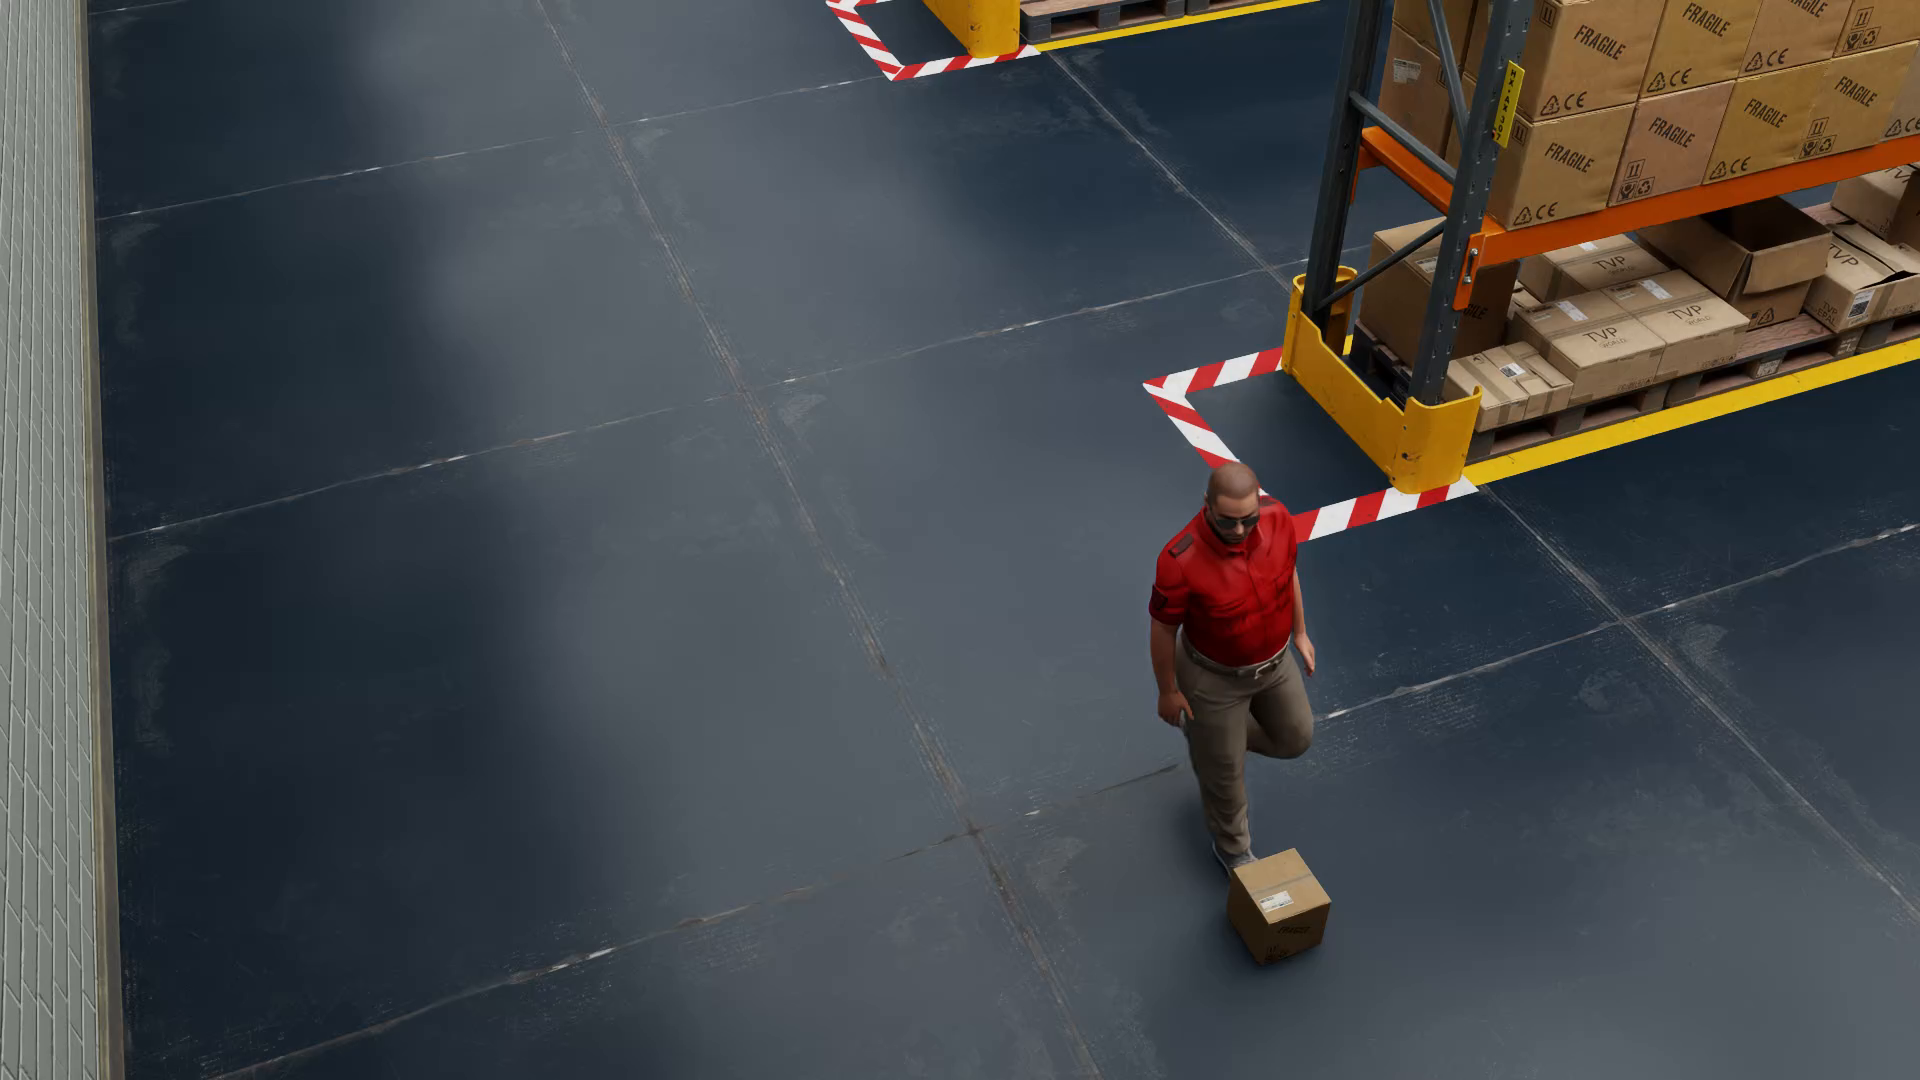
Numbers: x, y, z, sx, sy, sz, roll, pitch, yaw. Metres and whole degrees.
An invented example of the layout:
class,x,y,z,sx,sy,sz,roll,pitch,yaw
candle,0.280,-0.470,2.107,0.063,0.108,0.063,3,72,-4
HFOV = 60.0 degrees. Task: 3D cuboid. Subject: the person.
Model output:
class,x,y,z,sx,sy,sz,roll,pitch,yaw
person,0.969,0.457,5.652,0.607,1.708,0.715,-22,46,-23
